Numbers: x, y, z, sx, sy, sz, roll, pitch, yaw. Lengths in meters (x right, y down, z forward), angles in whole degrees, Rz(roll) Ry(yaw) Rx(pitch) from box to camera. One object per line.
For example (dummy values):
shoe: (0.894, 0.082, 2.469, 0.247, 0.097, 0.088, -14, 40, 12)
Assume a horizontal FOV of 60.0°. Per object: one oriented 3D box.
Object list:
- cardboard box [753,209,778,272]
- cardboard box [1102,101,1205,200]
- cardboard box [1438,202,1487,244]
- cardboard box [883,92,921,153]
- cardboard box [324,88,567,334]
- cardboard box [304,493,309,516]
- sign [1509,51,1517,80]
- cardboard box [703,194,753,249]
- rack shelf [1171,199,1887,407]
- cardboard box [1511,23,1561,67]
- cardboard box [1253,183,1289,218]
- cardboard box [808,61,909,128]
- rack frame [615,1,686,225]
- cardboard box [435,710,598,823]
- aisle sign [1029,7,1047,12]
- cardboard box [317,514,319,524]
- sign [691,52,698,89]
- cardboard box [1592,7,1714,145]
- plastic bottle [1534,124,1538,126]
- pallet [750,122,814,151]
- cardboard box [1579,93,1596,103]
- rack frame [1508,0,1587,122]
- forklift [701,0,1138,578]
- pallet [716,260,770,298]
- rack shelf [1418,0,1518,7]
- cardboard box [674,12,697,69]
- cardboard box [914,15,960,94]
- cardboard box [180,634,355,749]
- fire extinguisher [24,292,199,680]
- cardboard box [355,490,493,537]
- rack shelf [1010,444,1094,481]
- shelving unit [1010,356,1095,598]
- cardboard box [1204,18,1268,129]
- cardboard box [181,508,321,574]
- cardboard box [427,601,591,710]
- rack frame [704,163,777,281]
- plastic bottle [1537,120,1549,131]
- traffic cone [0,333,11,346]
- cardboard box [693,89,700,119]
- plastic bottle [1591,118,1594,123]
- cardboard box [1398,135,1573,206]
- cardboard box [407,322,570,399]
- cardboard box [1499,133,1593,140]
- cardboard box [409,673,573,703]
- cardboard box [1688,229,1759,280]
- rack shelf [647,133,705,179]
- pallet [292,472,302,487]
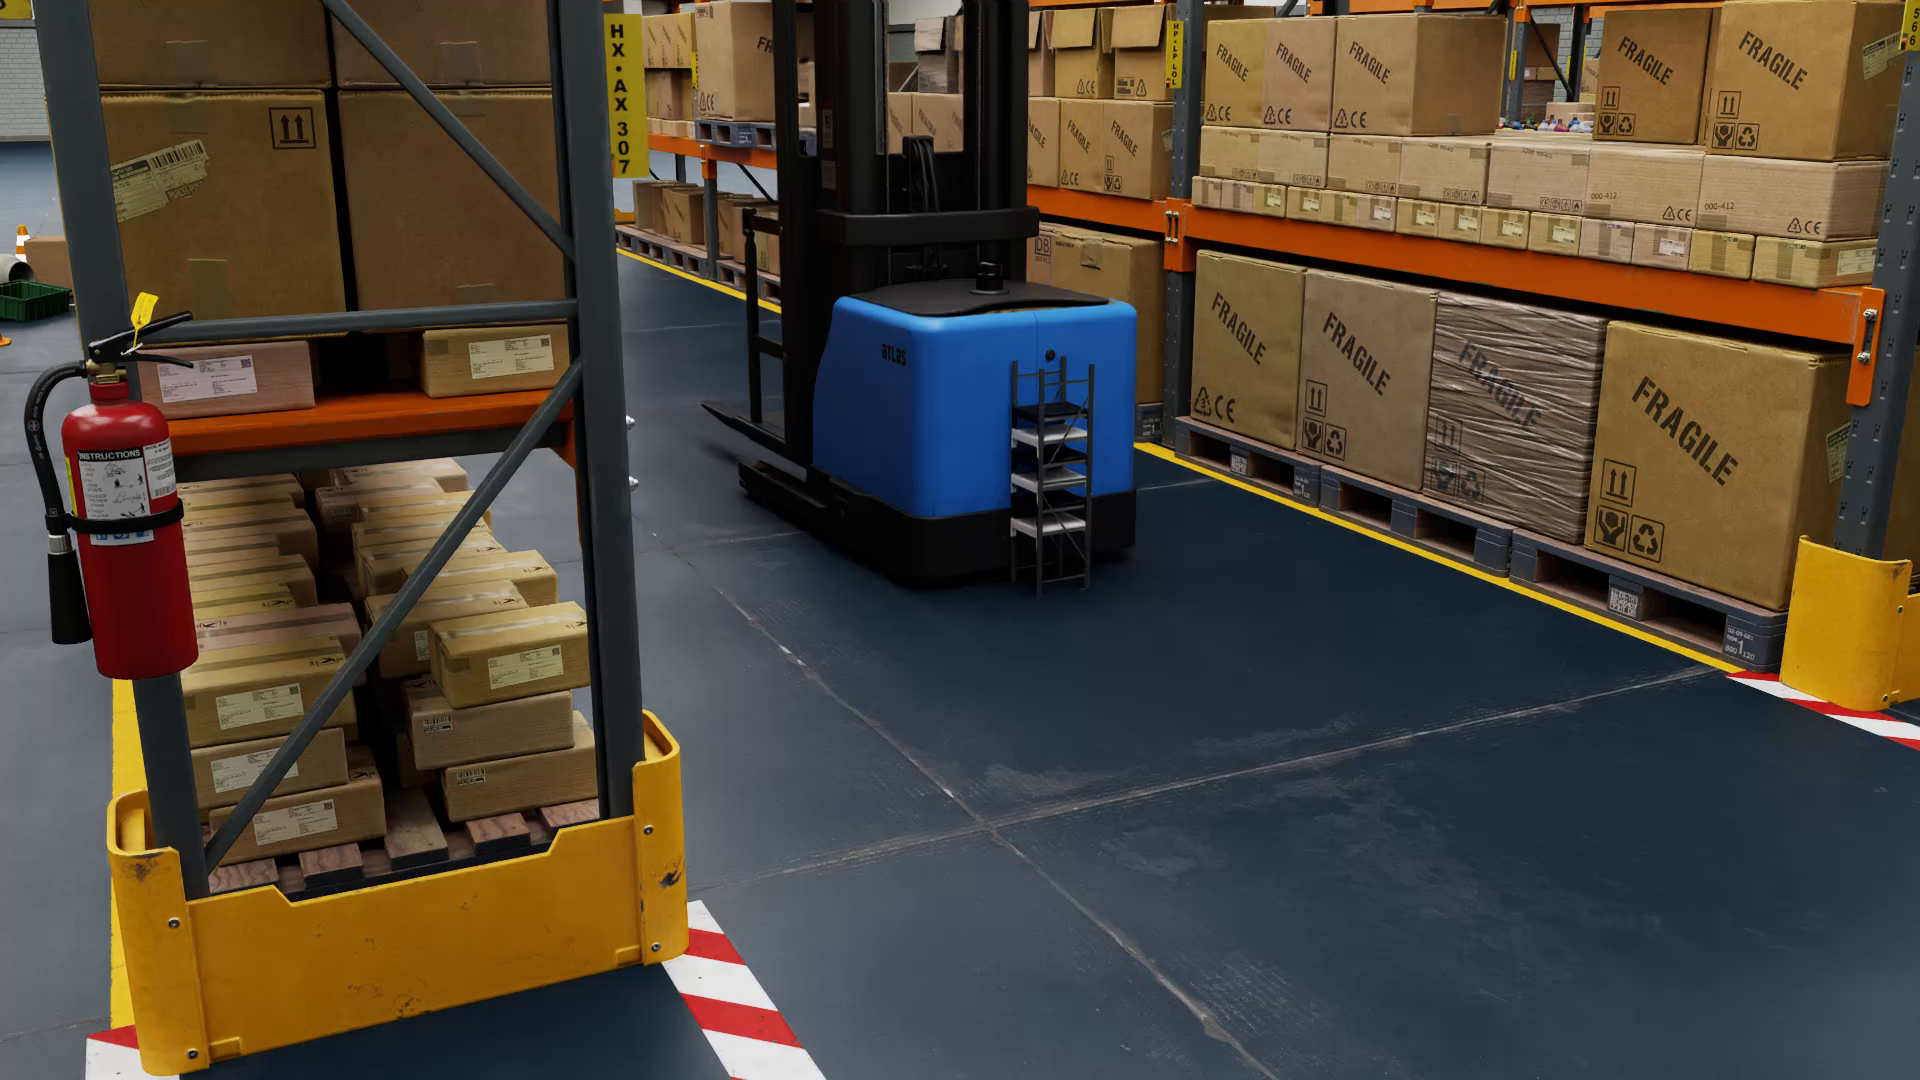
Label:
cardboard box: (-1.496, -2.713, 15.001, 0.700, 0.500, 0.500, -8, 18, -25)
cardboard box: (1.117, -2.126, 9.039, 0.500, 0.500, 0.500, -8, 18, -25)
cardboard box: (2.198, -1.310, 6.833, 0.380, 0.149, 0.250, -7, 18, -24)
cardboard box: (-0.217, -2.881, 11.672, 0.500, 0.500, 0.500, -7, 17, -23)
cardboard box: (-1.131, -0.764, 3.756, 0.500, 0.500, 0.500, -7, 17, -22)
cardboard box: (-2.419, -0.121, 6.643, 0.380, 0.149, 0.250, -7, 17, -23)
sign: (6.471, -5.561, 19.480, 0.100, 0.325, 0.005, -8, 18, -25)
cardboard box: (-2.334, -3.224, 16.818, 0.500, 0.500, 0.500, -2, 16, -7)
rack shelf: (2.444, -1.153, 7.135, 1.077, 0.370, 4.000, -8, 18, -25)
cardboard box: (6.769, -5.956, 20.033, 0.700, 0.500, 0.500, -8, 18, -25)
cardboard box: (1.629, -1.630, 7.949, 0.380, 0.149, 0.250, -7, 17, -23)
cardboard box: (-0.792, -3.492, 13.039, 0.700, 0.500, 0.500, -5, 17, -17)
rack frame: (-3.690, -4.970, 19.133, 1.000, 3.000, 0.127, -8, 18, -25)
cardboard box: (-1.125, 0.571, 4.229, 0.380, 0.149, 0.250, -7, 18, -24)
aisle sign: (0.998, -6.872, 21.047, 0.394, 0.787, 0.004, -8, 18, -25)
cardboard box: (-1.999, -0.022, 5.756, 0.380, 0.149, 0.250, -9, 18, -28)
sign: (-2.422, -4.327, 15.322, 0.100, 0.325, 0.005, -8, 18, -25)
cardboard box: (2.901, -1.838, 6.590, 0.500, 0.500, 0.500, -8, 18, -26)
plastic bottle: (4.862, -3.410, 14.056, 0.097, 0.201, 0.097, 0, 16, 0)
pallet: (-1.089, -3.380, 13.940, 1.003, 0.211, 1.213, -8, 18, -25)
cardboard box: (9.597, -6.544, 24.853, 0.500, 0.250, 0.500, -8, 18, -27)
rack frame: (6.969, -5.175, 19.845, 1.000, 3.000, 0.127, -8, 18, -25)
forklift: (-0.404, -1.619, 7.579, 1.130, 2.935, 3.031, -8, 18, -27)
pallet: (-1.595, -2.445, 15.389, 1.003, 0.211, 1.213, -8, 18, -25)
rack shelf: (5.144, -4.185, 12.263, 1.077, 0.370, 4.000, -8, 18, -25)
cardboard box: (-2.382, -4.728, 15.757, 0.500, 0.500, 0.500, -8, 18, -25)
cardboard box: (0.121, -3.334, 11.430, 0.797, 0.503, 0.637, -7, 17, -23)
cardboard box: (-1.643, 0.353, 3.911, 0.380, 0.149, 0.250, -7, 18, -24)
fire extinguisher: (-1.488, -0.094, 2.957, 0.296, 0.674, 0.183, -8, 18, -25)
cardboard box: (-1.702, -0.041, 5.285, 0.380, 0.149, 0.250, -7, 18, -24)
rack shelf: (0.356, -0.302, 6.465, 0.258, 0.077, 0.200, -8, 18, -27)
shelving unit: (0.356, -0.247, 6.480, 0.258, 0.900, 0.210, -8, 18, -27)
cardboard box: (1.547, -2.277, 8.119, 0.500, 0.500, 0.500, -8, 18, -25)
cardboard box: (-2.169, 0.025, 5.056, 0.380, 0.149, 0.250, -8, 18, -27)
cardboard box: (-1.107, 0.283, 4.156, 0.380, 0.149, 0.250, -9, 18, -27)
rack frame: (-1.937, -3.979, 15.677, 1.000, 3.000, 0.127, -8, 18, -25)
plastic bottle: (4.555, -3.140, 12.988, 0.097, 0.271, 0.097, 0, 16, 0)
traffic cone: (-7.210, -1.670, 12.231, 0.336, 0.463, 0.334, -8, 18, -25)
cardboard box: (-2.079, -4.289, 16.037, 0.875, 0.500, 0.500, -8, 18, -25)
plastic bottle: (5.134, -3.290, 13.511, 0.097, 0.271, 0.097, 0, 16, 0)
cardboard box: (2.192, -1.543, 6.921, 0.500, 0.250, 0.500, -8, 18, -25)
cardboard box: (-1.030, -0.428, 3.759, 0.380, 0.149, 0.250, -8, 18, -25)
cardboard box: (2.668, -1.607, 7.147, 0.500, 0.250, 0.500, -8, 18, -26)
cardboard box: (-1.251, 0.361, 4.422, 0.380, 0.149, 0.250, -8, 18, -25)
cardboard box: (2.752, -0.995, 5.736, 0.380, 0.149, 0.250, -7, 18, -24)
rack shelf: (-2.813, -4.129, 17.504, 1.077, 0.370, 4.000, -8, 18, -25)
pallet: (-3.278, -0.273, 7.820, 1.003, 0.211, 1.213, -8, 18, -25)
